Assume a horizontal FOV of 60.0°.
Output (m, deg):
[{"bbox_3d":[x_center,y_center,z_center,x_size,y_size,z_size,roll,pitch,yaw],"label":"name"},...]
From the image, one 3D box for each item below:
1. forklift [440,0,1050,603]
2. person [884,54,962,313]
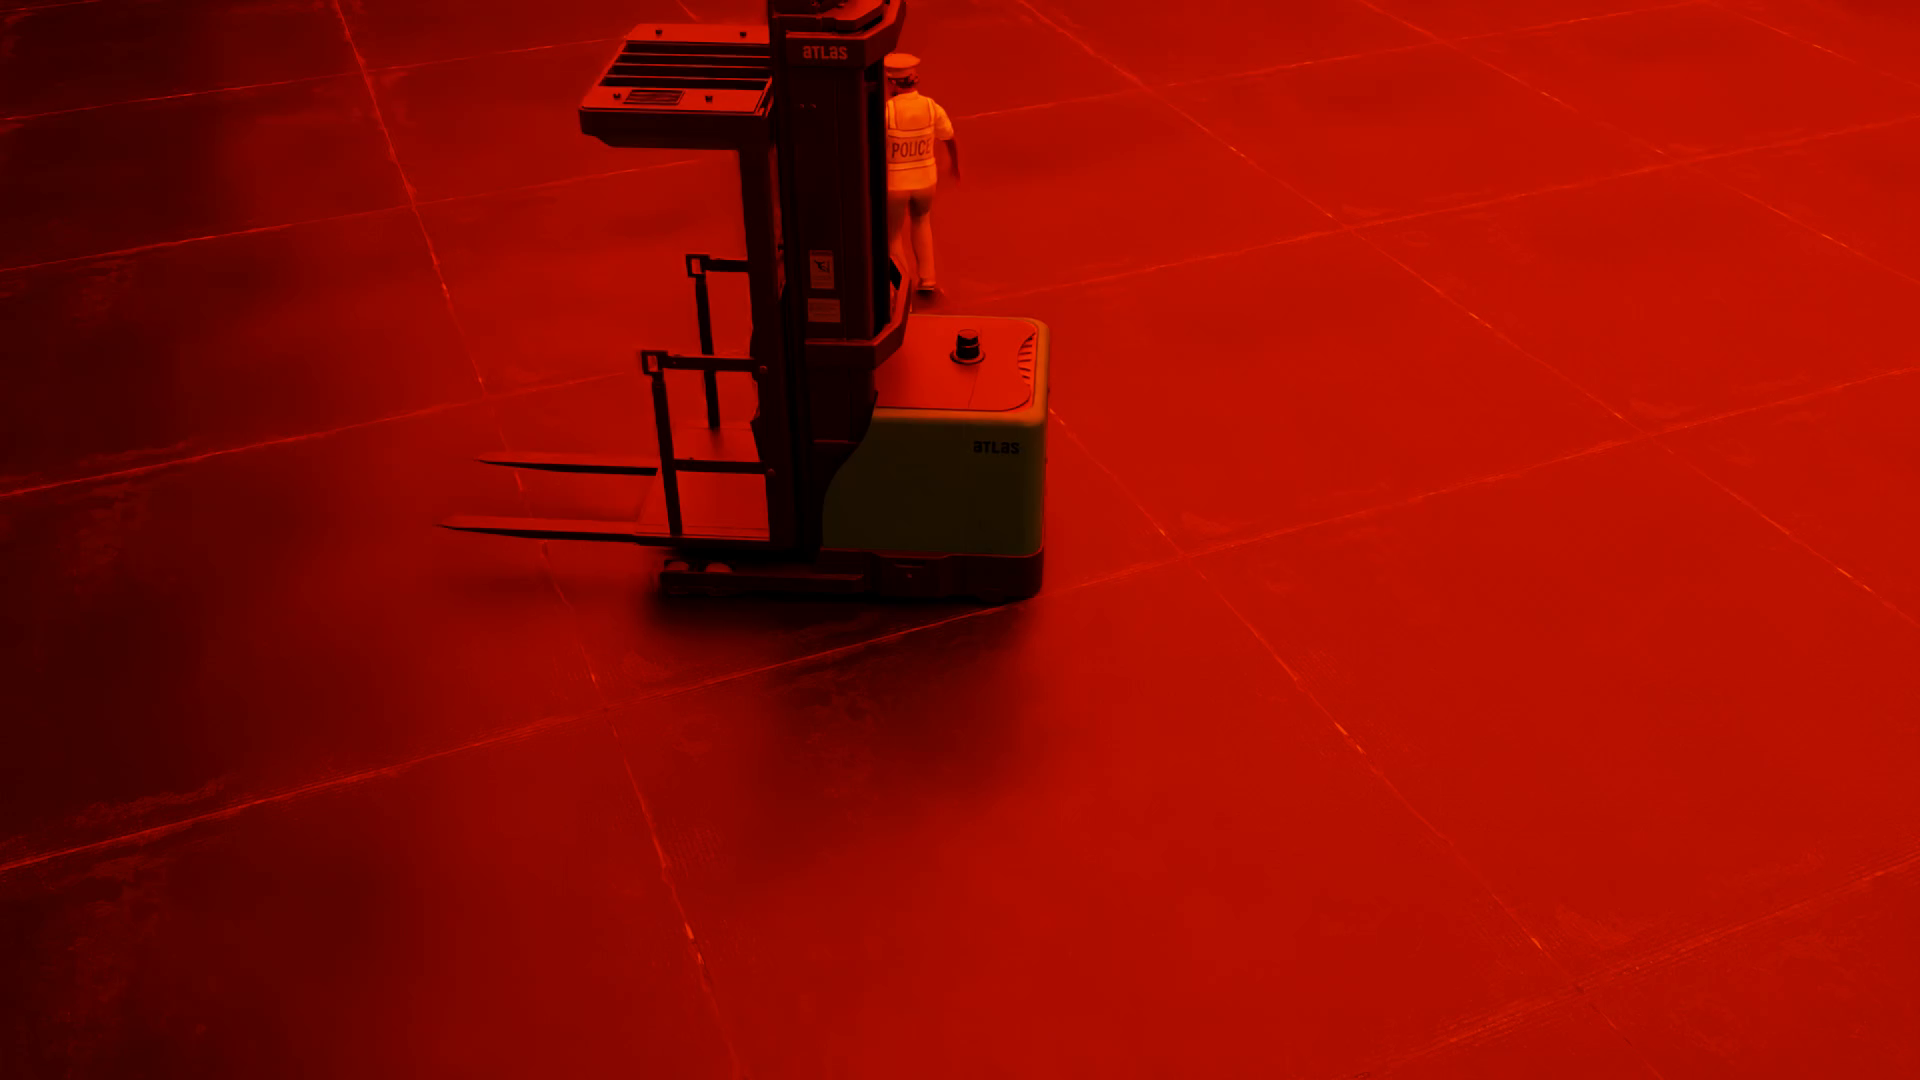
[{"bbox_3d":[-1.077,-1.218,7.812,3.031,2.935,1.130,2,35,3],"label":"forklift"},{"bbox_3d":[-0.363,-2.201,10.353,0.834,1.682,0.459,-11,37,-15],"label":"person"}]
